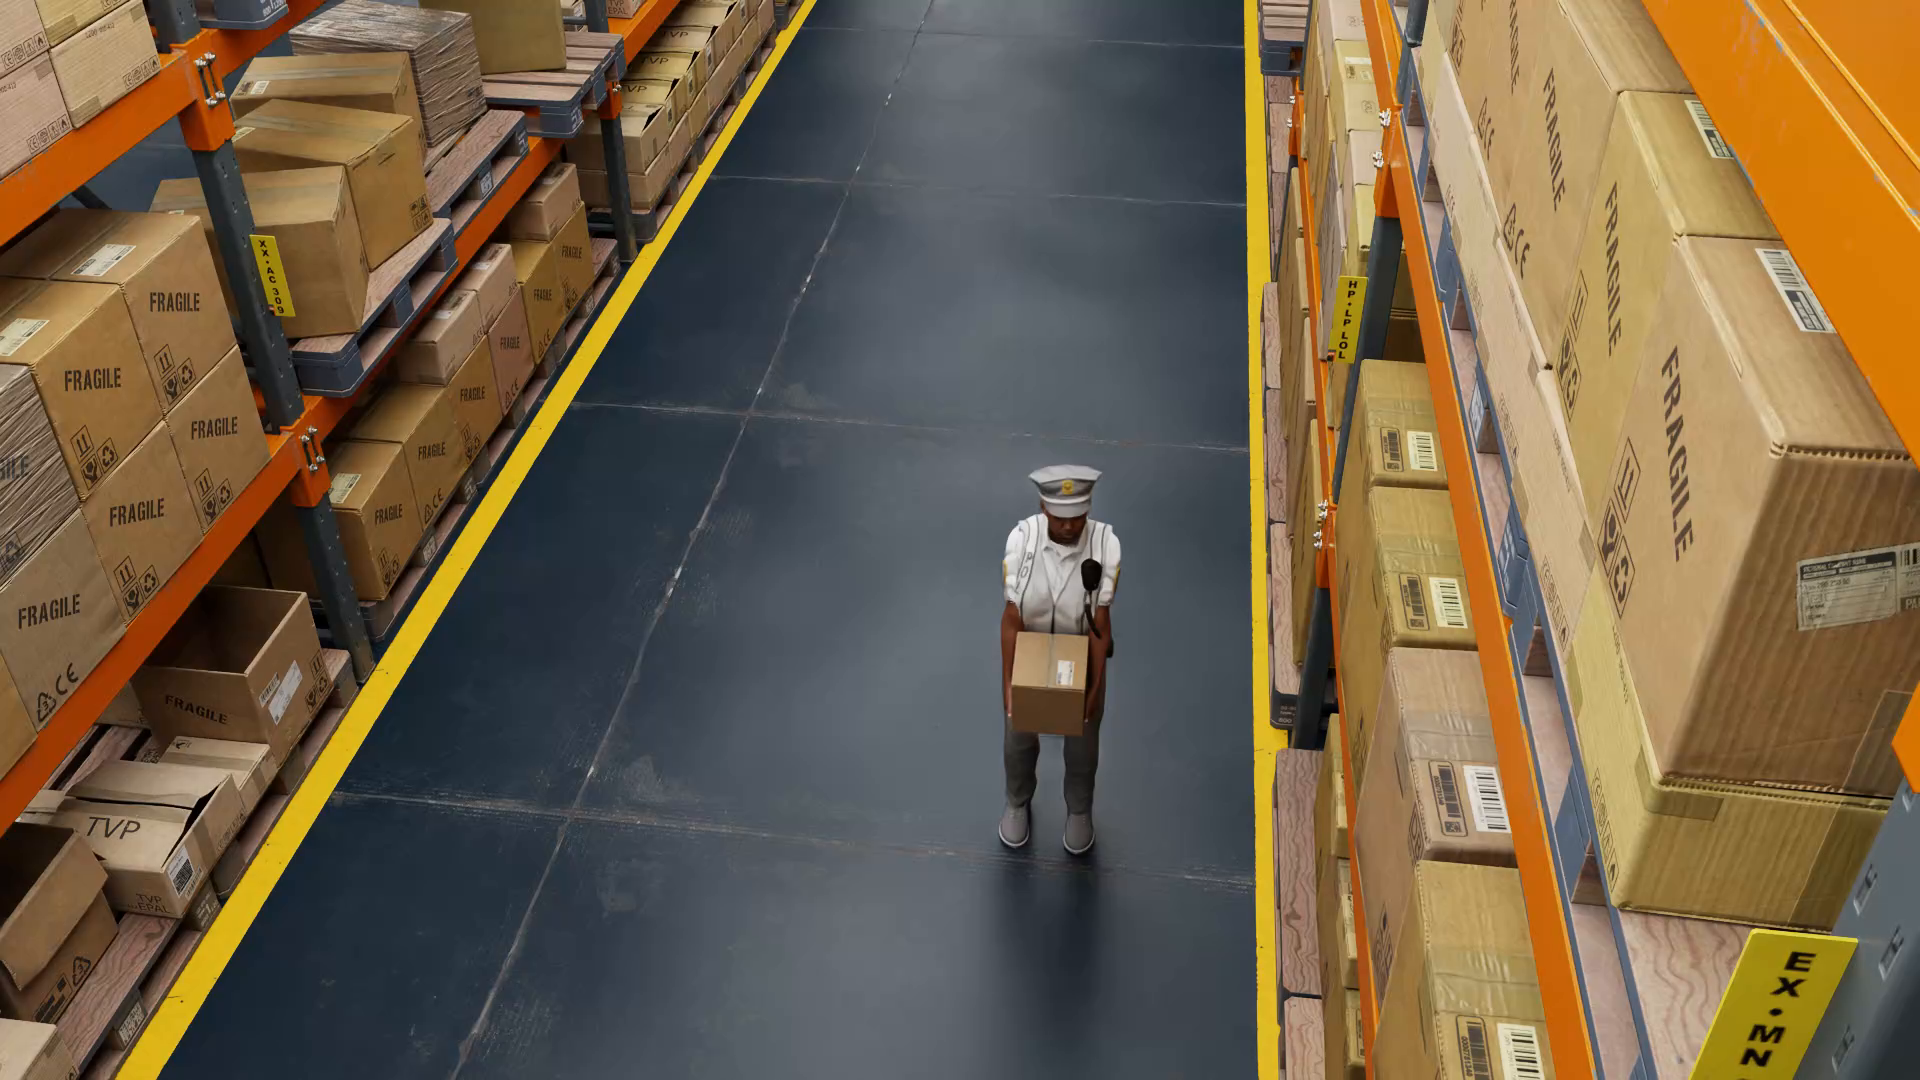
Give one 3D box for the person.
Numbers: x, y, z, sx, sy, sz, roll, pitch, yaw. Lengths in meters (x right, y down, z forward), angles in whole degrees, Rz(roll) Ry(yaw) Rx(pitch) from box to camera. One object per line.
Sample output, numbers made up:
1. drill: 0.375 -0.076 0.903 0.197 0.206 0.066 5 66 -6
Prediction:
1. person: 0.344 0.478 5.984 0.416 1.690 0.526 4 37 5
